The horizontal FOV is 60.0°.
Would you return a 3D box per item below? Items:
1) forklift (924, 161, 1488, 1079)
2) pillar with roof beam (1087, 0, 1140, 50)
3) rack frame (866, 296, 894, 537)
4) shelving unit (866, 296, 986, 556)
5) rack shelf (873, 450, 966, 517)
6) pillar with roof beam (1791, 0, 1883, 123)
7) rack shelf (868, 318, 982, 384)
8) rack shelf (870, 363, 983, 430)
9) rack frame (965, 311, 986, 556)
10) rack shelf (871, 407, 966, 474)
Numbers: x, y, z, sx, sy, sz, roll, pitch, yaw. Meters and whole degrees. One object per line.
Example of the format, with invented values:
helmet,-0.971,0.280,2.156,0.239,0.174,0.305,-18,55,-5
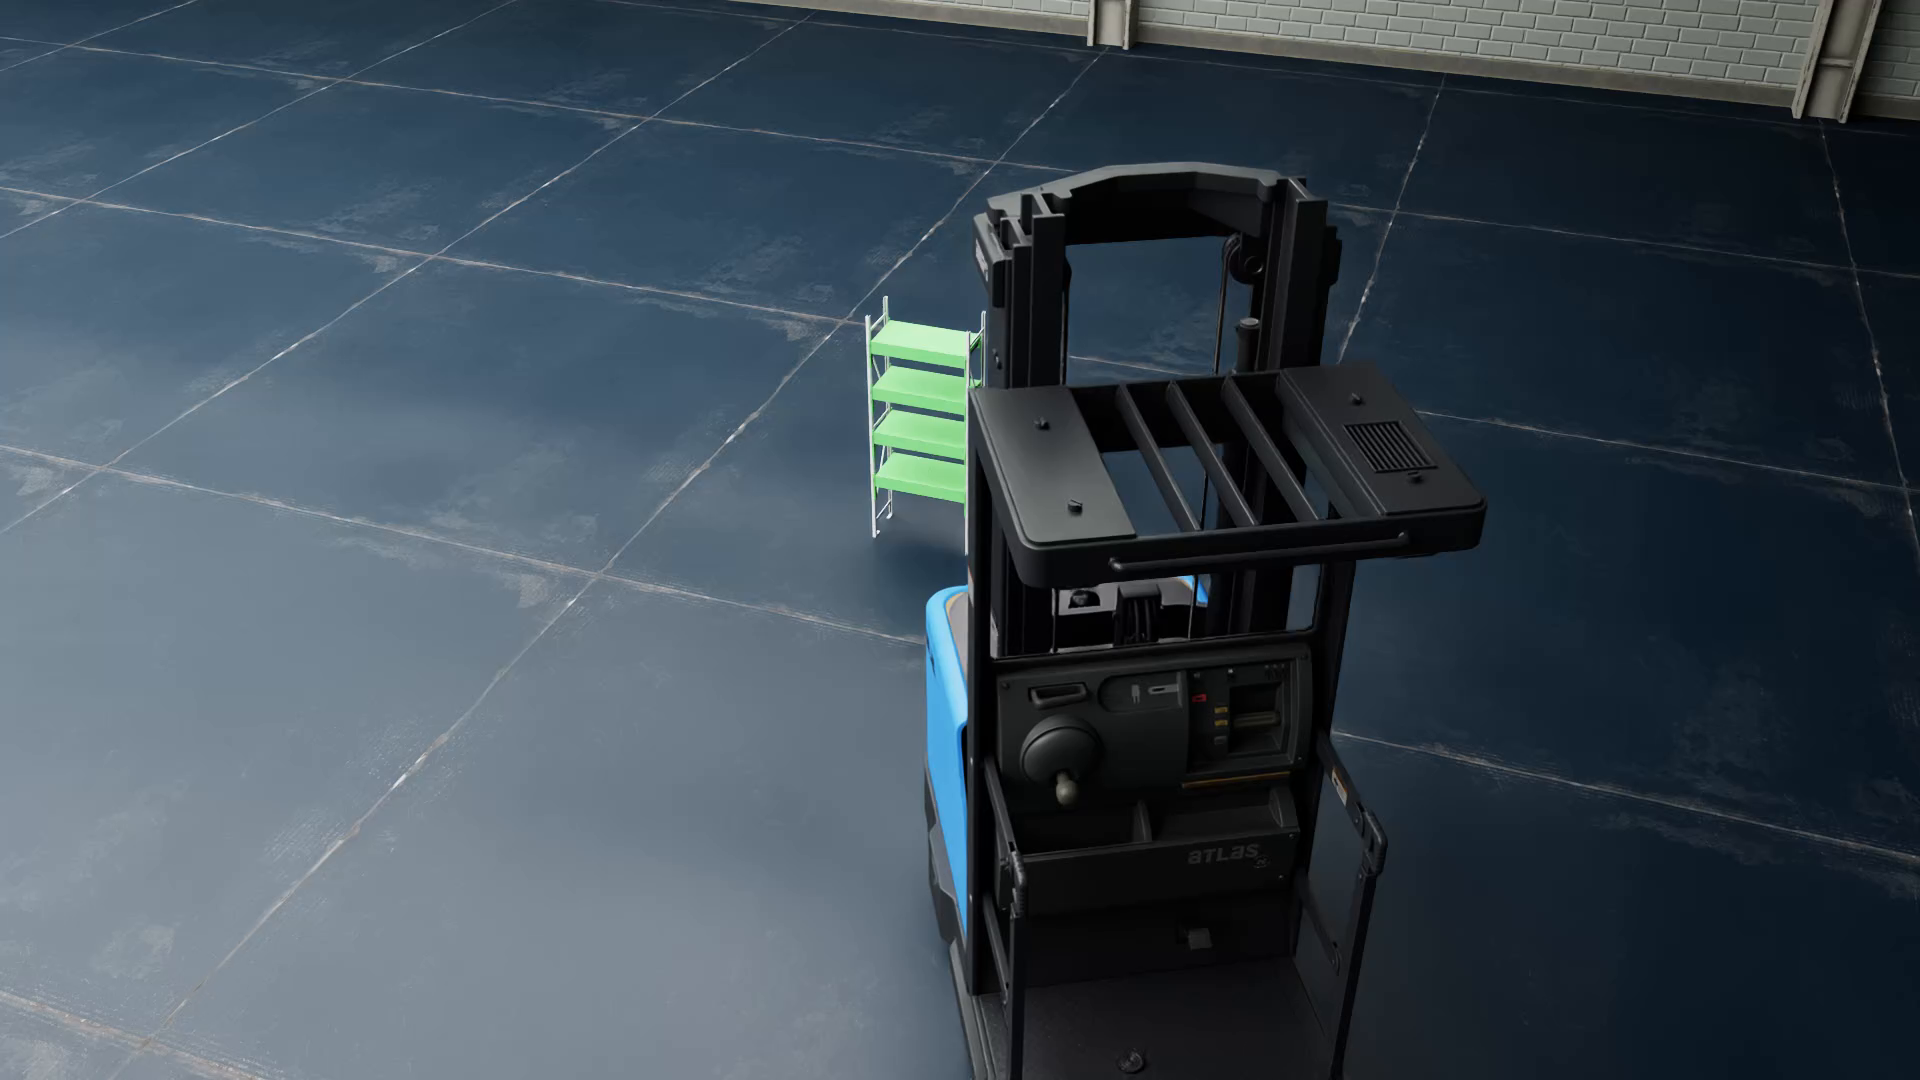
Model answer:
forklift,0.604,0.591,4.632,1.130,2.935,3.031,-5,33,-8
pillar with roof beam,-0.046,-6.174,9.517,0.400,9.000,9.100,11,34,16
rack frame,-0.386,-0.579,8.041,0.015,1.200,0.240,11,34,16
shelving unit,-0.156,-0.534,7.971,0.503,1.200,0.258,11,34,16
rack shelf,-0.156,-0.279,8.136,0.480,0.148,0.258,11,34,16
pillar with roof beam,5.602,-5.076,7.816,0.400,9.000,9.100,11,34,16
rack shelf,-0.156,-0.884,7.746,0.480,0.148,0.258,11,34,16
rack shelf,-0.156,-0.682,7.876,0.480,0.148,0.258,11,34,16
rack frame,0.074,-0.490,7.902,0.015,1.200,0.240,11,34,16
rack shelf,-0.156,-0.481,8.006,0.480,0.148,0.258,11,34,16
